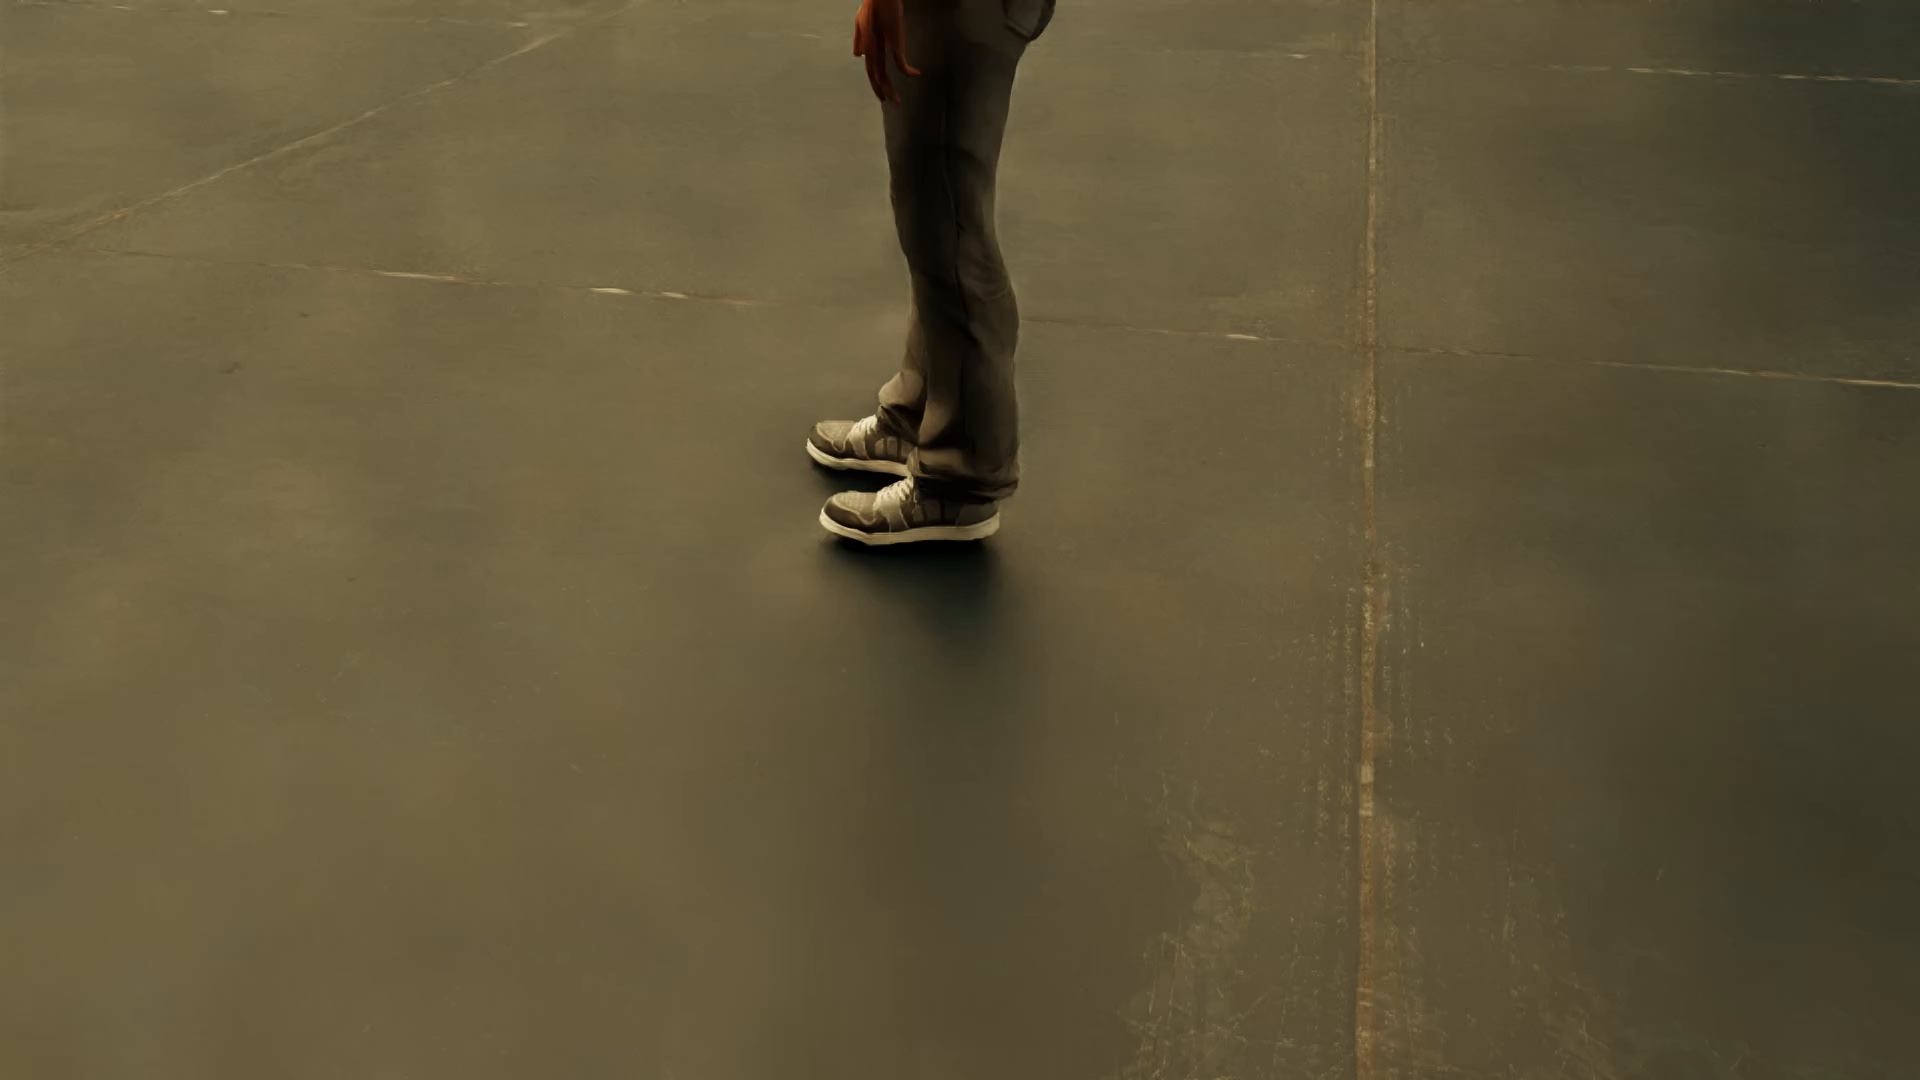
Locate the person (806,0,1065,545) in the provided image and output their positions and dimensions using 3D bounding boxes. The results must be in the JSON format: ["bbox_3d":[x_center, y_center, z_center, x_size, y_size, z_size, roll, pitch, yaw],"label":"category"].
[{"bbox_3d":[-0.069,-0.733,2.164,0.474,1.597,0.521,6,27,11],"label":"person"}]
